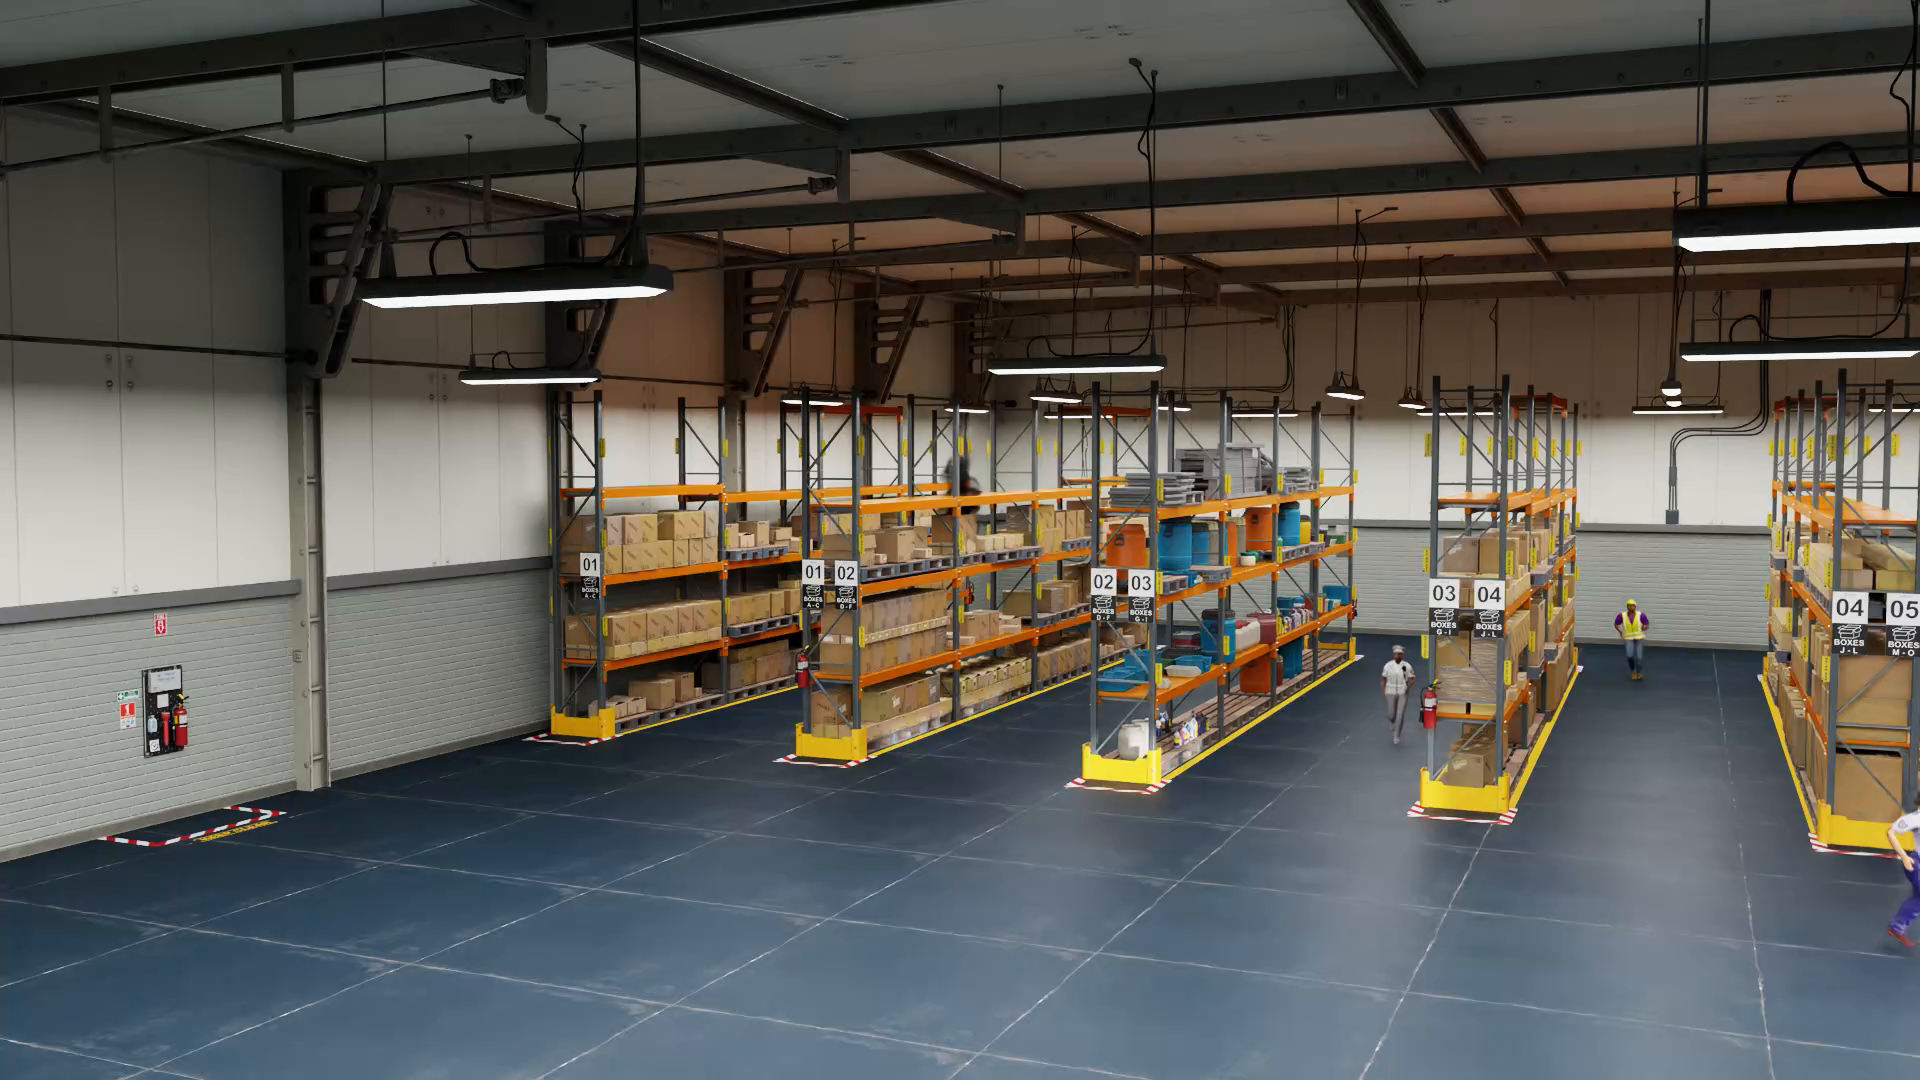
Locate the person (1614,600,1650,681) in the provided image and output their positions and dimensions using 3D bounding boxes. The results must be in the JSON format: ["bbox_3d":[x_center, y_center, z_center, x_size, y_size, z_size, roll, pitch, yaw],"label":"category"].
[{"bbox_3d":[14.481,2.163,35.822,0.699,1.764,0.675,1,3,18],"label":"person"}]

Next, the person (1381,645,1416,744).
[{"bbox_3d":[7.474,2.615,28.381,0.581,1.663,0.592,1,3,19],"label":"person"}]

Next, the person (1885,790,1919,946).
[{"bbox_3d":[9.471,3.279,16.345,0.579,1.711,0.764,-2,4,-36],"label":"person"}]
